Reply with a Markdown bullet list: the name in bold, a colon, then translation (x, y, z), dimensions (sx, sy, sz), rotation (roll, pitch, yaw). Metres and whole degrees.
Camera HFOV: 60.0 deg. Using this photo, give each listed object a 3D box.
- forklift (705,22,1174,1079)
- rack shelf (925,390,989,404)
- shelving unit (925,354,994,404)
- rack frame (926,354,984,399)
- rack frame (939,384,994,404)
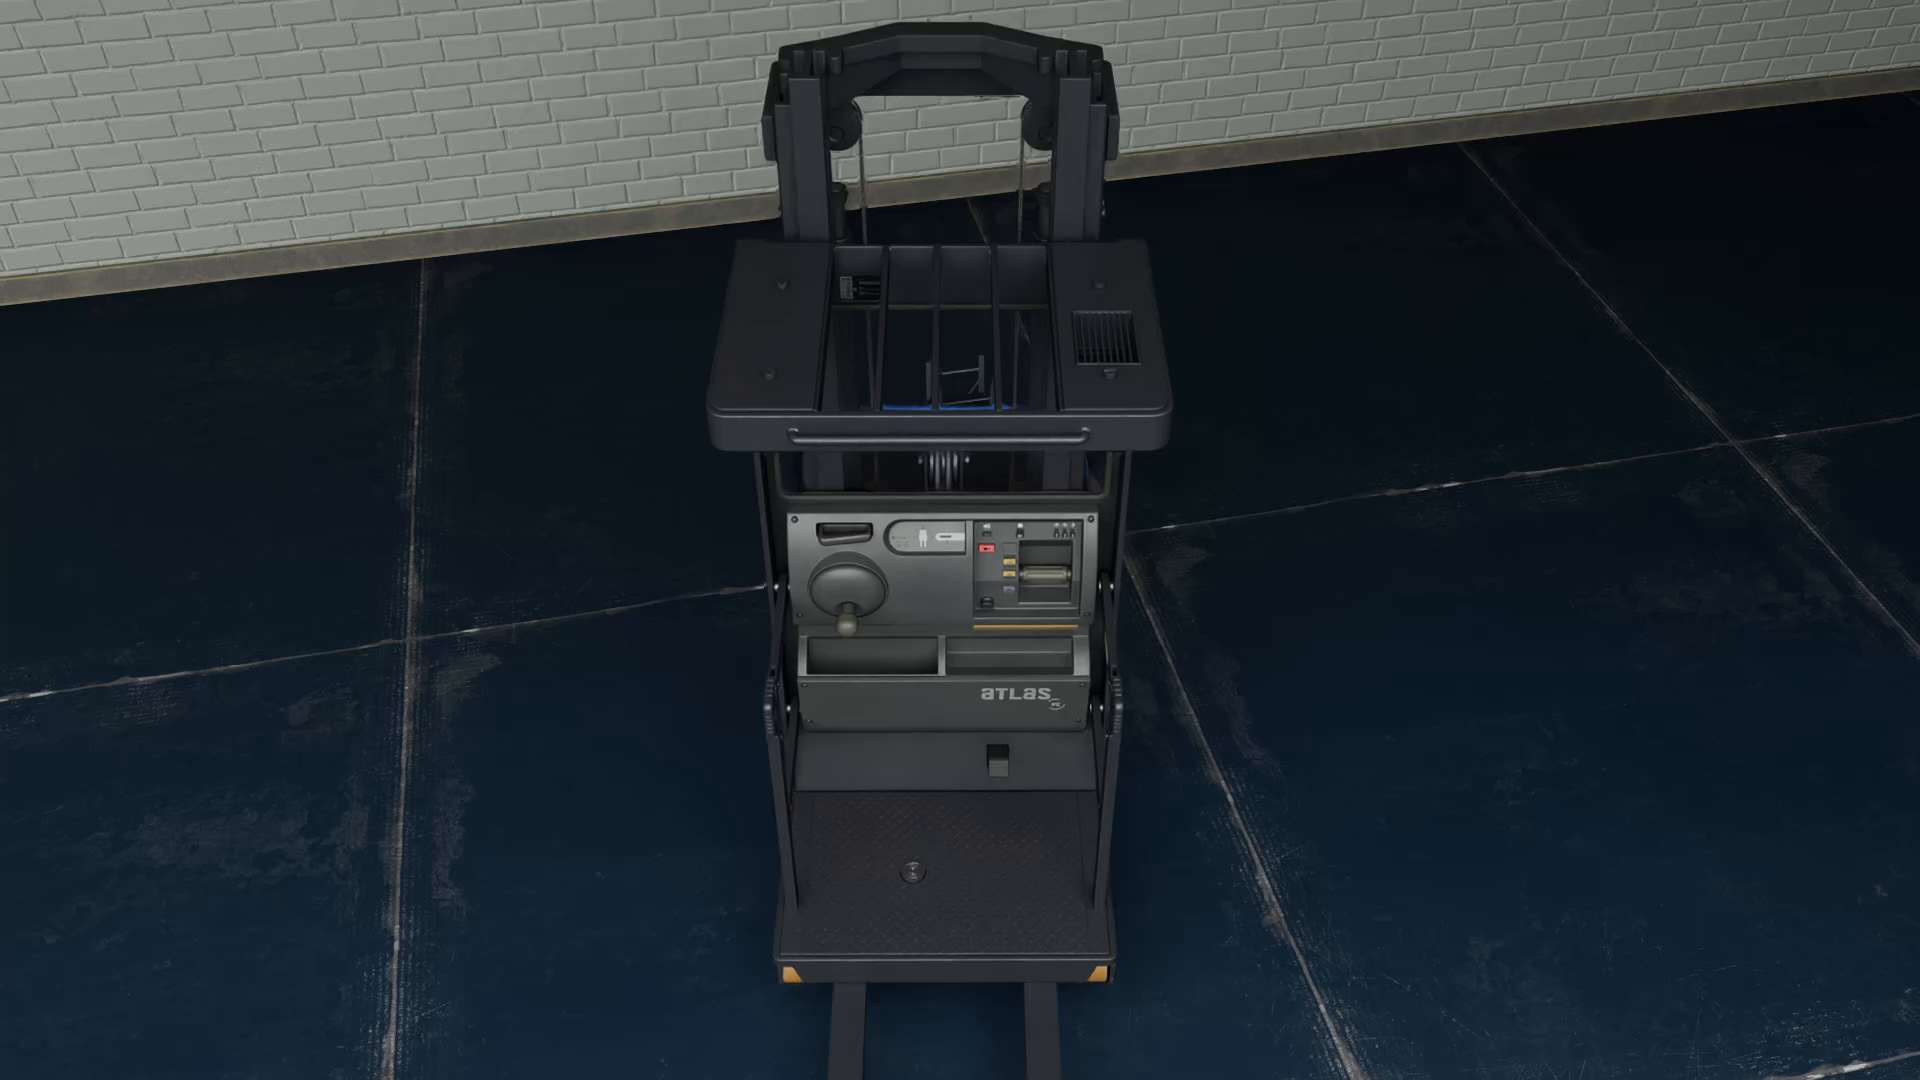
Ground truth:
- **forklift**: translation (-0.049, 0.174, 4.846), dimensions (1.130, 2.935, 3.031), rotation (0, 42, 0)
- **rack shelf**: translation (0.002, -0.508, 6.788), dimensions (0.258, 0.077, 0.200), rotation (-8, 42, -9)
- **shelving unit**: translation (0.002, -0.331, 6.945), dimensions (0.258, 0.900, 0.210), rotation (-8, 42, -9)
- **rack frame**: translation (-0.020, -0.397, 7.020), dimensions (0.240, 0.900, 0.006), rotation (-8, 42, -9)
- **rack frame**: translation (0.024, -0.265, 6.871), dimensions (0.240, 0.900, 0.006), rotation (-8, 42, -9)
